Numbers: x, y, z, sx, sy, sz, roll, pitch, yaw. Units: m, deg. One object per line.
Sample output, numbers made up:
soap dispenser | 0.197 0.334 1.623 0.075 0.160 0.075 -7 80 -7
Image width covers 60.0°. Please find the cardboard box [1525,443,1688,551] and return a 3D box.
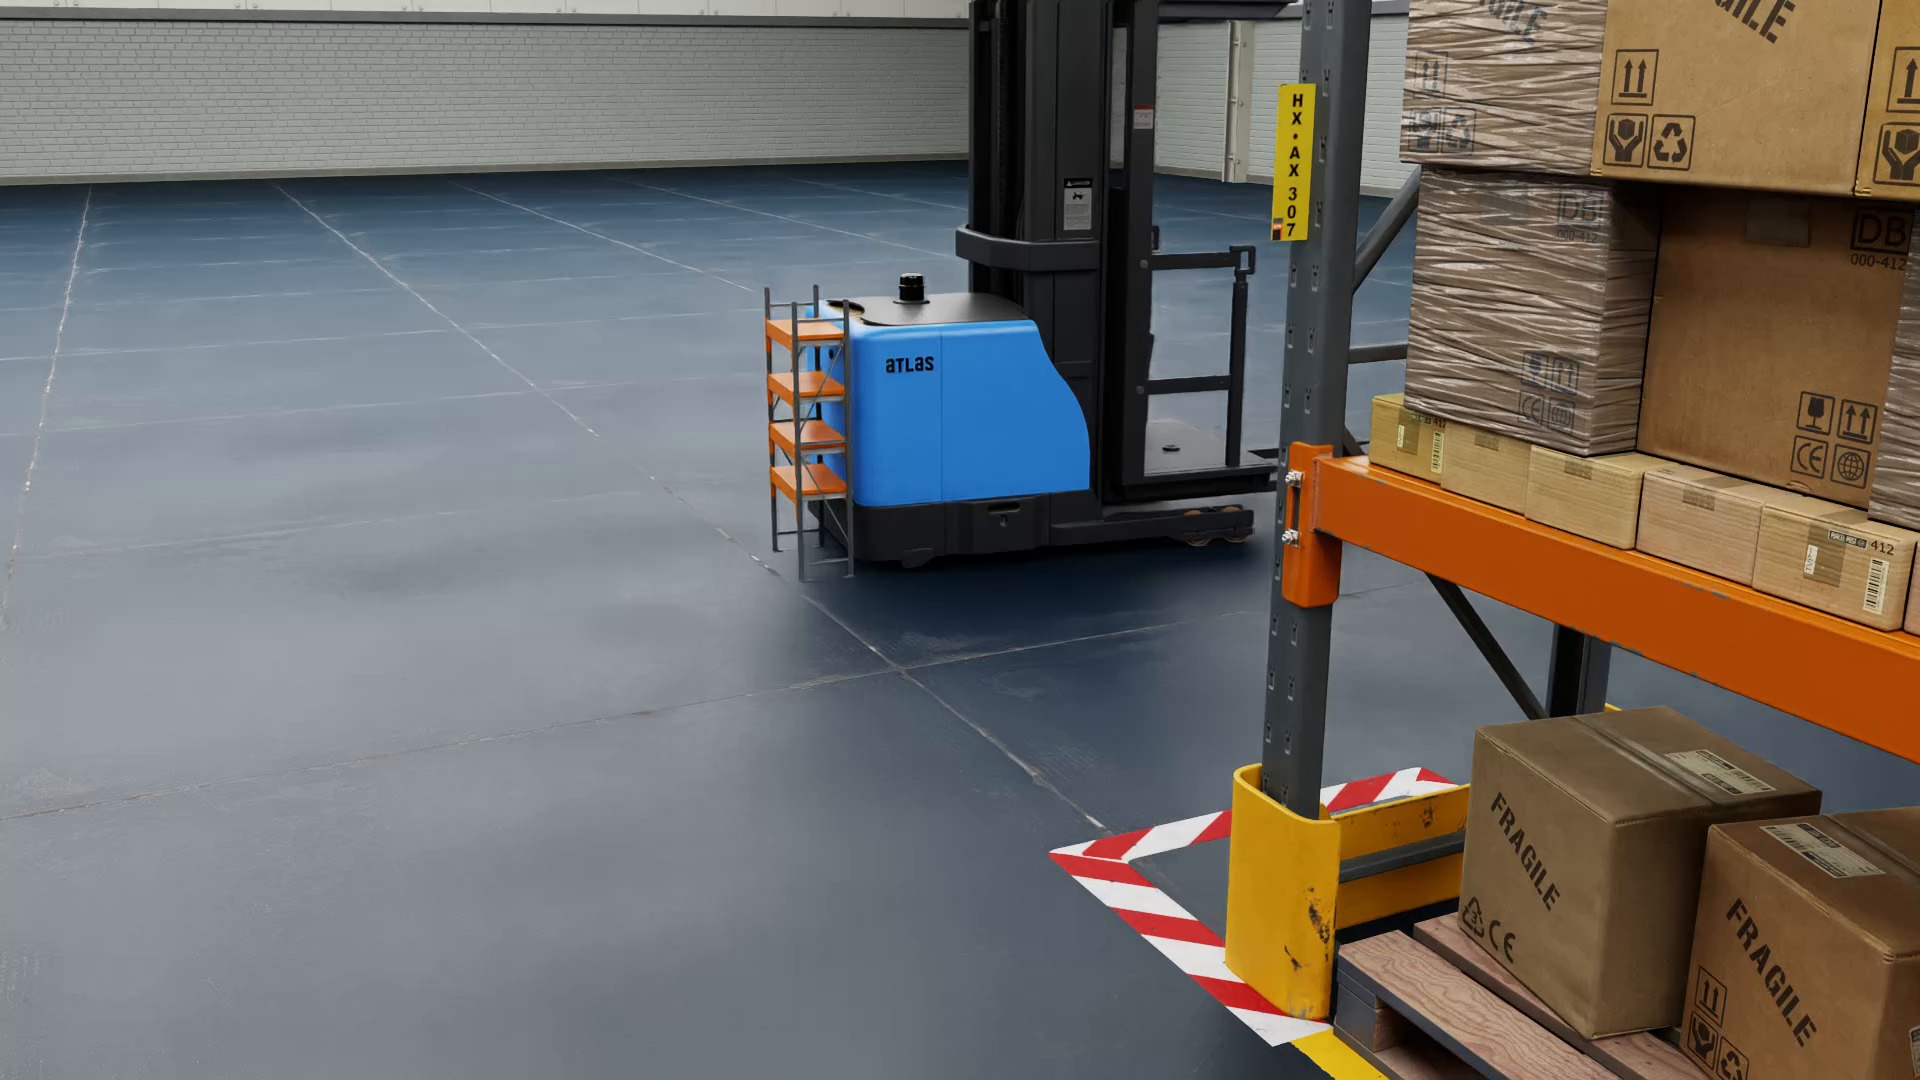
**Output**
cardboard box | 1.299 -0.104 3.129 0.380 0.149 0.250 -8 18 -25

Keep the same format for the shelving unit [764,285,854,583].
shelving unit | -0.656 -0.470 7.212 0.258 1.200 0.503 -6 17 -19

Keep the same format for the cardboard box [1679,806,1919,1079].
cardboard box | 1.751 0.849 3.126 0.500 0.500 0.500 -3 16 -10

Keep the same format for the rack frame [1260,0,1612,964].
rack frame | 1.200 -0.452 3.888 1.000 3.000 0.127 -8 18 -25

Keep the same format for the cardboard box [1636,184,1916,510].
cardboard box | 1.743 -0.394 2.964 0.875 0.500 0.500 -8 18 -25

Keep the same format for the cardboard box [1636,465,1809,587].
cardboard box | 1.427 -0.044 2.922 0.380 0.149 0.250 -8 18 -25

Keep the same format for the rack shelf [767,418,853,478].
rack shelf | -0.656 -0.405 7.231 0.258 0.148 0.480 -6 17 -19

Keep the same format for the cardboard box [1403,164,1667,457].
cardboard box | 1.416 -0.503 3.346 0.875 0.500 0.500 -8 18 -25

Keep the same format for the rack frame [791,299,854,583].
rack frame | -0.574 -0.406 6.991 0.240 1.200 0.015 -6 17 -19

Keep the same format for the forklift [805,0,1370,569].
forklift | 0.840 -1.509 7.697 3.031 2.935 1.130 -5 17 -18

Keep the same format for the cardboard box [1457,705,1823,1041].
cardboard box | 1.458 0.705 3.628 0.500 0.500 0.500 -4 17 -15

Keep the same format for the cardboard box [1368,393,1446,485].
cardboard box | 1.110 -0.232 3.576 0.380 0.149 0.250 -8 18 -25

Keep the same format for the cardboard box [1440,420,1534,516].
cardboard box | 1.203 -0.167 3.351 0.380 0.149 0.250 -8 18 -25

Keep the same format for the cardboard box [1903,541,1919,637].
cardboard box | 1.664 0.077 2.498 0.380 0.149 0.250 -8 18 -25

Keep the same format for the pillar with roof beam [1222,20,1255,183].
pillar with roof beam | 1.258 -10.493 28.001 9.100 9.000 0.400 -8 18 -25

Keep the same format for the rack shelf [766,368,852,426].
rack shelf | -0.656 -0.620 7.169 0.258 0.148 0.480 -6 17 -19

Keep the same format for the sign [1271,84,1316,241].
sign | 0.712 -0.802 3.539 0.100 0.325 0.005 -8 18 -25

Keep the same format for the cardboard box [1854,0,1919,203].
cardboard box | 1.629 -0.706 2.238 0.500 0.500 0.500 -8 18 -25

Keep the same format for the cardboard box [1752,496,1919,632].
cardboard box | 1.530 0.019 2.703 0.380 0.149 0.250 -8 18 -25

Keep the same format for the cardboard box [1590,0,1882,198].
cardboard box | 1.409 -0.829 2.670 0.500 0.500 0.500 -8 18 -25

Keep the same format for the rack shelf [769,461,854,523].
rack shelf | -0.656 -0.214 7.286 0.258 0.148 0.480 -6 17 -19

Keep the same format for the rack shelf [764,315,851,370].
rack shelf | -0.656 -0.847 7.104 0.258 0.148 0.480 -6 17 -19

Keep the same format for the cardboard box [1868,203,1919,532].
cardboard box | 1.923 -0.265 2.514 0.875 0.500 0.500 -8 18 -25

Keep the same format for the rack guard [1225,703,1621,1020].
rack guard | 1.233 0.768 4.167 1.175 0.500 0.348 -8 18 -25

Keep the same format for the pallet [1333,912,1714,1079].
pallet | 1.557 1.113 3.490 1.003 0.211 1.213 -8 18 -25

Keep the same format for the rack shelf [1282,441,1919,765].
rack shelf | 2.076 0.390 2.259 1.077 0.370 4.000 -8 18 -25

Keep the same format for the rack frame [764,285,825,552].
rack frame | -0.737 -0.533 7.434 0.240 1.200 0.015 -6 17 -19

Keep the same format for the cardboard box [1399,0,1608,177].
cardboard box | 1.196 -0.954 3.105 0.500 0.500 0.500 -8 18 -25
